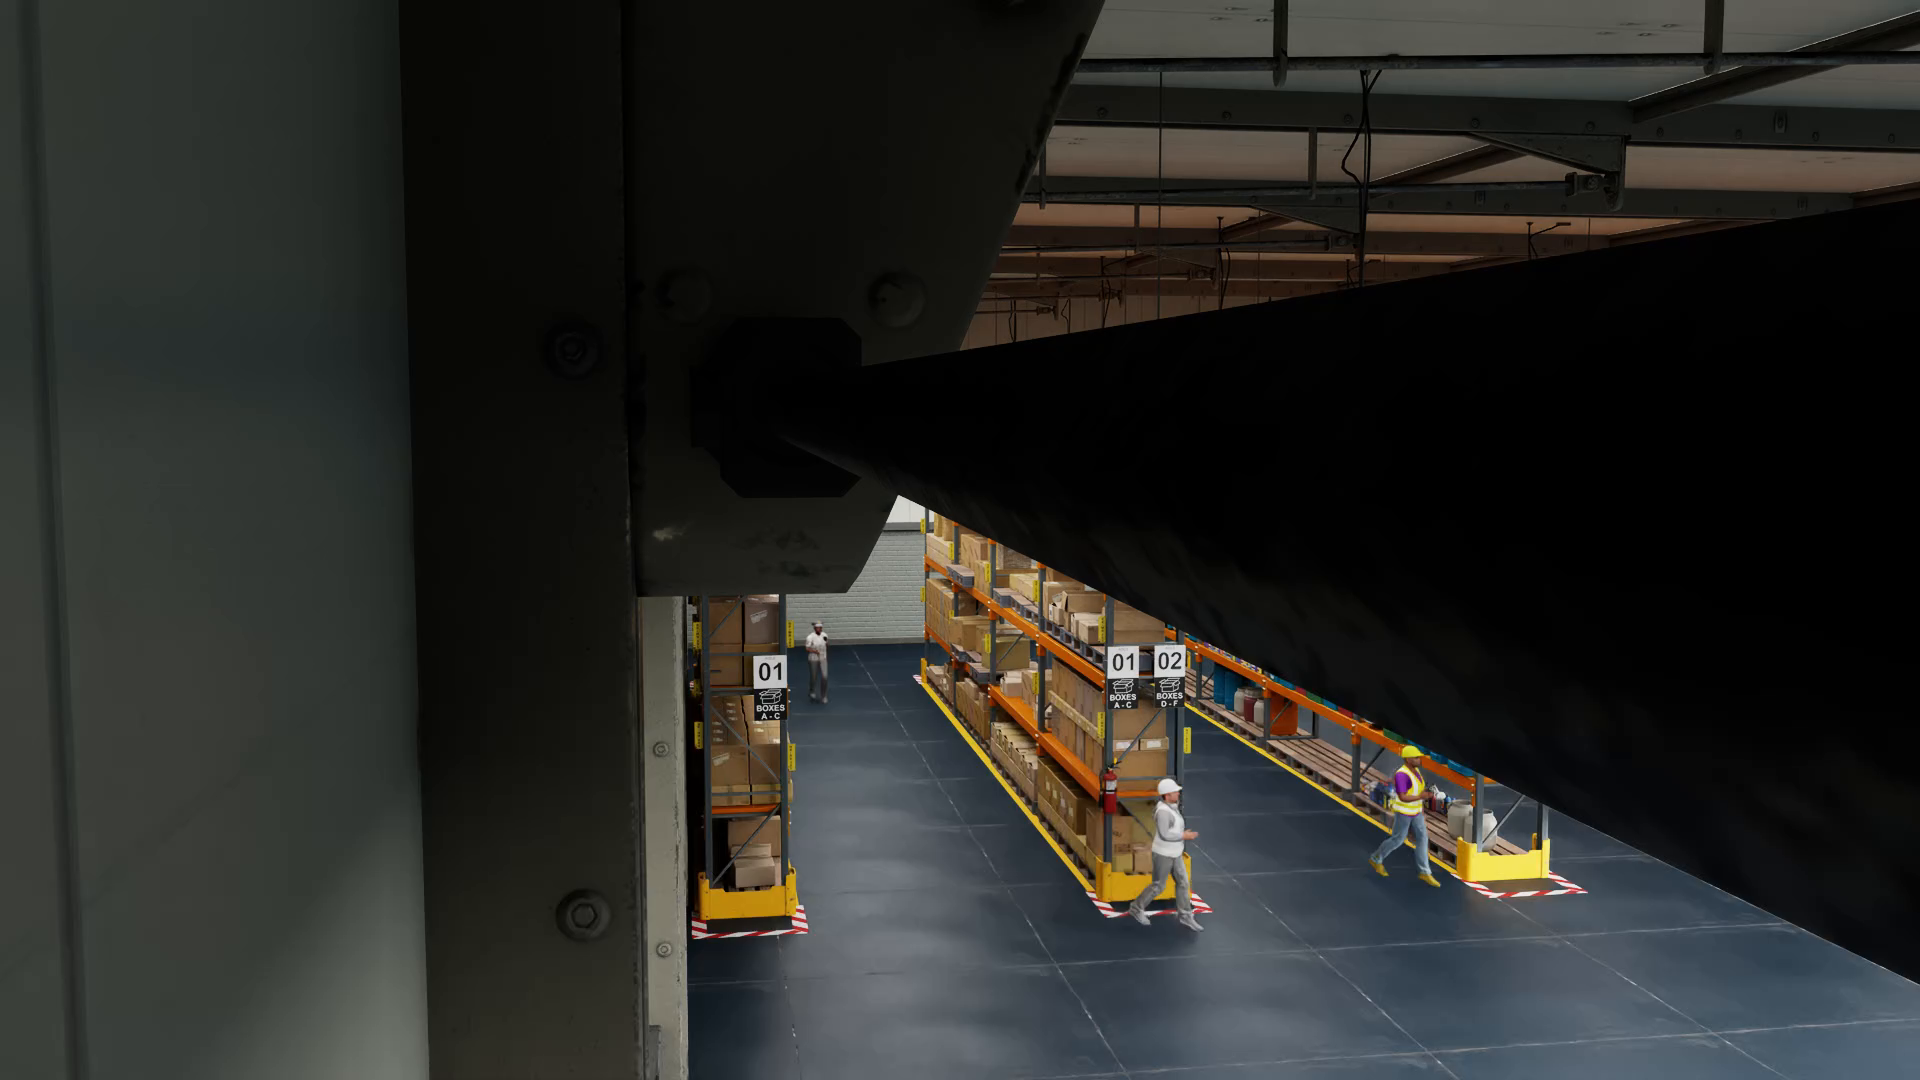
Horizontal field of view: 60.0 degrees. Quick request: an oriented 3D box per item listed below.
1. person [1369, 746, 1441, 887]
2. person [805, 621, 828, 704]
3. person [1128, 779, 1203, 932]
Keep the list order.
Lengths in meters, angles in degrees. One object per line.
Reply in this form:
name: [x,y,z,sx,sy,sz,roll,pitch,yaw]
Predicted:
person: [5.761,3.531,21.475,0.950,1.781,0.688,4,7,41]
person: [-2.929,2.503,34.164,0.521,1.749,0.787,-1,5,-16]
person: [2.425,3.705,19.578,0.876,1.818,0.669,2,5,22]
